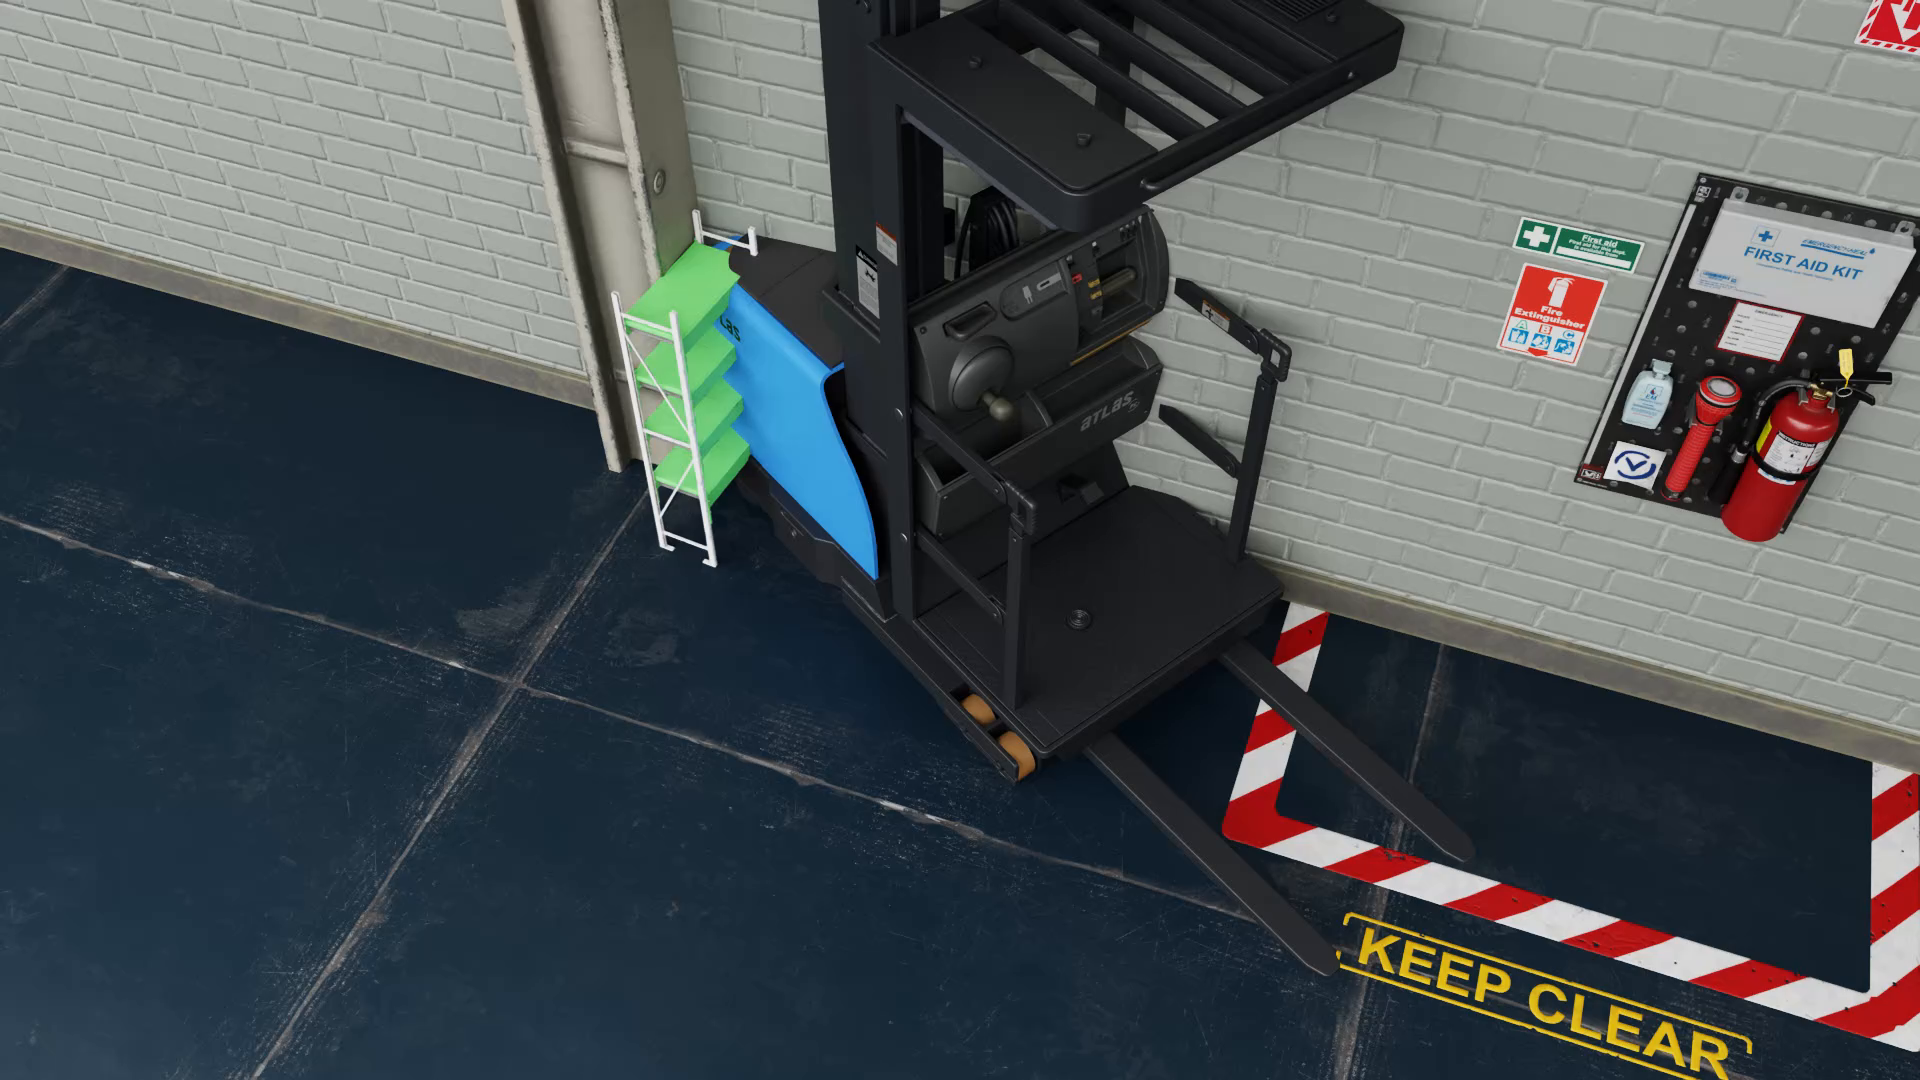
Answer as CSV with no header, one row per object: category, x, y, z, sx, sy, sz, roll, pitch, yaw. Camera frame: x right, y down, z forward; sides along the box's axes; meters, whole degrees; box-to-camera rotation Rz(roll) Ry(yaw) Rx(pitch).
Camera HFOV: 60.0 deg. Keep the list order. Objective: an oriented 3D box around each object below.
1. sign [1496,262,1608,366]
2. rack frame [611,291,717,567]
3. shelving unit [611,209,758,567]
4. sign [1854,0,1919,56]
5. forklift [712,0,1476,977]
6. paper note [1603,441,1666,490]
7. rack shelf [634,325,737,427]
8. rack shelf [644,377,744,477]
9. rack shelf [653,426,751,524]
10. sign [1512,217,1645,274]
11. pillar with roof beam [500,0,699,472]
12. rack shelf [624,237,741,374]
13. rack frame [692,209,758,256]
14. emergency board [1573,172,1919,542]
sign,1.706,-0.649,4.804,0.234,0.329,0.001,16,51,13
rack frame,-1.009,-0.349,5.746,0.240,1.200,0.015,19,50,17
shelving unit,-0.903,-0.511,5.896,0.258,1.200,0.503,19,50,17
sign,2.216,-1.251,3.815,0.199,0.298,0.001,16,51,13
forklift,0.390,-0.590,4.822,1.130,2.935,3.031,-31,56,-24
paper note,2.046,-0.226,5.044,0.142,0.148,0.016,16,51,13
rack shelf,-0.903,-0.630,5.766,0.258,0.148,0.480,19,50,17
rack shelf,-0.903,-0.467,5.942,0.258,0.148,0.480,19,50,17
rack shelf,-0.903,-0.304,6.118,0.258,0.148,0.480,19,50,17
sign,1.707,-0.815,4.597,0.331,0.109,0.001,16,51,13
pillar with roof beam,-2.627,-0.229,0.494,0.400,9.000,9.100,16,51,13
rack shelf,-0.903,-0.794,5.591,0.258,0.148,0.480,19,50,17
rack frame,-0.797,-0.672,6.045,0.240,1.200,0.015,19,50,17
emergency board,2.189,-0.419,4.628,0.643,1.169,0.194,16,51,13
